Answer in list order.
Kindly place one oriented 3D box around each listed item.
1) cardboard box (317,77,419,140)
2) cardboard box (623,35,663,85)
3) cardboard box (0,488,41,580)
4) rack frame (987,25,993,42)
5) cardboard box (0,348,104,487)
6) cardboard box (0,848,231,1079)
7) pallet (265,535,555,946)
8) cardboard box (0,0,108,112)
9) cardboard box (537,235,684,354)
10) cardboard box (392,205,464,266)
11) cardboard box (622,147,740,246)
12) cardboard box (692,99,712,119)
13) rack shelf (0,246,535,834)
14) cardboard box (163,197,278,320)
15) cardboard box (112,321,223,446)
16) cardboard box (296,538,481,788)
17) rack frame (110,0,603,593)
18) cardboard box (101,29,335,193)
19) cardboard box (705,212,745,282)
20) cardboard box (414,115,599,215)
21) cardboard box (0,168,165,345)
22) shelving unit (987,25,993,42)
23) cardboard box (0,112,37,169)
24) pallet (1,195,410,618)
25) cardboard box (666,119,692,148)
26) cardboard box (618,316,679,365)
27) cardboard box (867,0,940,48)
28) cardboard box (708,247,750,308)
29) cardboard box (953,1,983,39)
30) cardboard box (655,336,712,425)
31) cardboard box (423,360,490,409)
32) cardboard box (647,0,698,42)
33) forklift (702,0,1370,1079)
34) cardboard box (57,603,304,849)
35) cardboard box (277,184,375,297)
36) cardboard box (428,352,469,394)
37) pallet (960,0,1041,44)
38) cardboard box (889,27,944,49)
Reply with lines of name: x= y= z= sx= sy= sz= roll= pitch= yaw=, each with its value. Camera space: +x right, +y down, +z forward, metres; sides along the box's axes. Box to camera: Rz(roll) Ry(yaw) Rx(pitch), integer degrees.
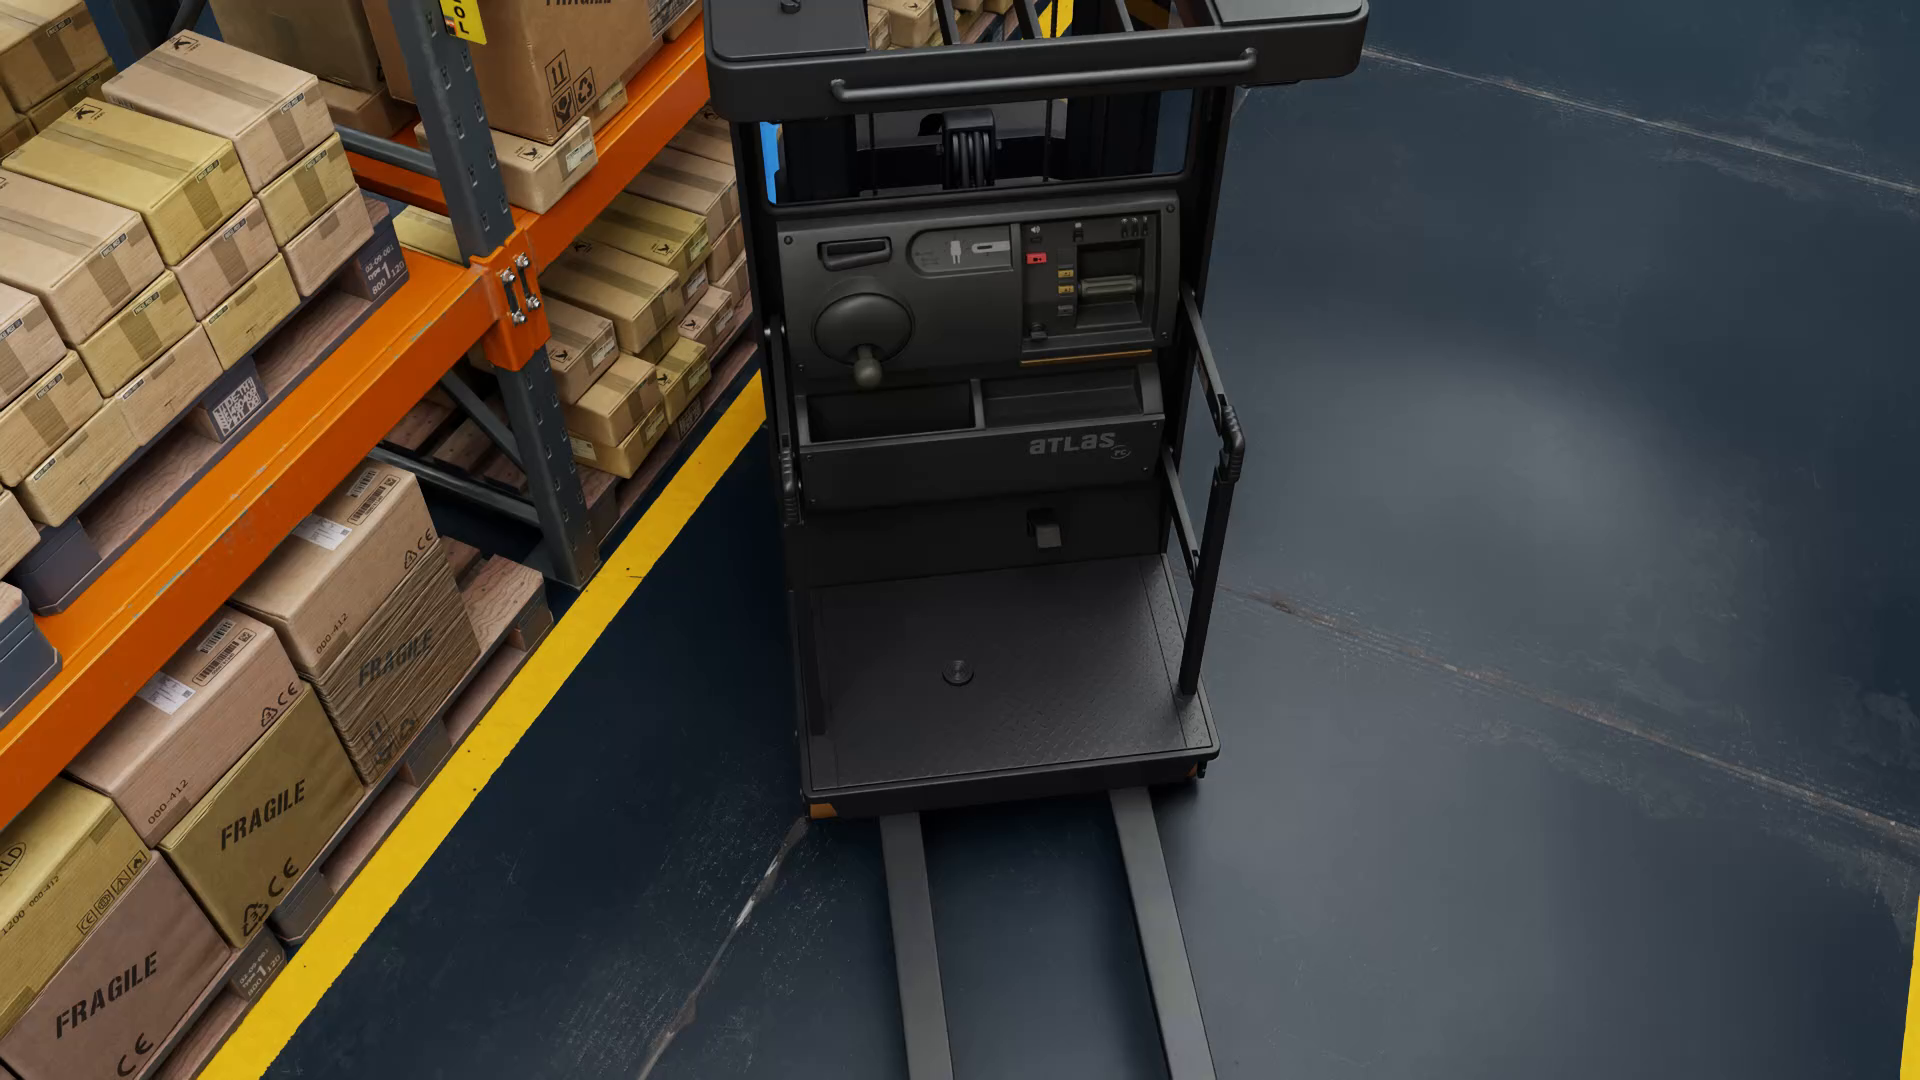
cardboard box: x=-1.681 y=-1.207 z=4.473 sx=0.380 sy=0.149 sz=0.250 roll=19 pitch=52 yaw=16
cardboard box: x=-1.065 y=-1.426 z=4.658 sx=0.380 sy=0.149 sz=0.250 roll=18 pitch=52 yaw=15
cardboard box: x=-2.022 y=-0.016 z=3.184 sx=0.380 sy=0.149 sz=0.250 roll=18 pitch=52 yaw=15
rack frame: x=0.163 y=-1.233 z=5.610 sx=0.200 sy=1.050 sz=0.008 roll=35 pitch=58 yaw=26
cardboard box: x=-1.916 y=-0.287 z=3.219 sx=0.380 sy=0.149 sz=0.250 roll=18 pitch=52 yaw=15
cardboard box: x=-2.122 y=0.955 z=3.834 sx=0.500 sy=0.500 sz=0.500 roll=19 pitch=52 yaw=15
pallet: x=-1.923 y=0.425 z=4.750 sx=1.003 sy=0.211 sz=1.213 roll=20 pitch=52 yaw=16
cardboard box: x=-2.175 y=-1.142 z=3.750 sx=0.380 sy=0.149 sz=0.250 roll=22 pitch=53 yaw=18
cardboard box: x=-1.086 y=-0.761 z=5.133 sx=0.380 sy=0.149 sz=0.250 roll=22 pitch=53 yaw=18
cardboard box: x=-1.601 y=-0.939 z=5.285 sx=0.380 sy=0.149 sz=0.250 roll=20 pitch=53 yaw=17
cardboard box: x=-0.931 y=-1.138 z=5.454 sx=0.380 sy=0.149 sz=0.250 roll=19 pitch=52 yaw=15
cardboard box: x=-0.707 y=-1.501 z=5.763 sx=0.380 sy=0.149 sz=0.250 roll=18 pitch=52 yaw=15
rack shelf: x=-2.446 y=0.595 z=3.247 sx=1.077 sy=0.370 sz=4.000 roll=20 pitch=52 yaw=16
cardboard box: x=-1.694 y=-0.647 z=3.525 sx=0.380 sy=0.149 sz=0.250 roll=20 pitch=53 yaw=16
cardboard box: x=-1.801 y=-0.382 z=3.495 sx=0.380 sy=0.149 sz=0.250 roll=20 pitch=52 yaw=16
cardboard box: x=-1.680 y=0.250 z=4.433 sx=0.500 sy=0.500 sz=0.500 roll=19 pitch=52 yaw=15
rack frame: x=-1.591 y=-1.016 z=4.145 sx=1.000 sy=3.000 sz=0.127 roll=20 pitch=52 yaw=16
cardboard box: x=-1.586 y=-0.923 z=3.565 sx=0.380 sy=0.149 sz=0.250 roll=22 pitch=53 yaw=18
cardboard box: x=-0.931 y=-1.038 z=5.564 sx=0.380 sy=0.149 sz=0.250 roll=17 pitch=52 yaw=14
cardboard box: x=-1.174 y=-1.023 z=4.316 sx=0.380 sy=0.149 sz=0.250 roll=22 pitch=53 yaw=17
cardboard box: x=-1.812 y=-0.561 z=3.256 sx=0.380 sy=0.149 sz=0.250 roll=18 pitch=52 yaw=15
shelving unit: x=0.080 y=-1.165 z=5.552 sx=0.215 sy=1.050 sz=0.252 roll=35 pitch=58 yaw=26
cardboard box: x=-2.284 y=-0.866 z=3.711 sx=0.380 sy=0.149 sz=0.250 roll=19 pitch=52 yaw=15
pallet: x=-2.049 y=-0.475 z=3.810 sx=1.003 sy=0.211 sz=1.213 roll=20 pitch=52 yaw=16
cardboard box: x=-1.122 y=-1.526 z=5.980 sx=0.380 sy=0.149 sz=0.250 roll=18 pitch=52 yaw=14
cardboard box: x=-1.120 y=-0.673 z=5.254 sx=0.380 sy=0.149 sz=0.250 roll=20 pitch=53 yaw=16
cardboard box: x=-0.267 y=-1.993 z=6.182 sx=0.380 sy=0.149 sz=0.250 roll=22 pitch=53 yaw=17
cardboard box: x=-0.909 y=-0.936 z=5.673 sx=0.380 sy=0.149 sz=0.250 roll=19 pitch=52 yaw=15
cardboard box: x=-0.128 y=-2.188 z=6.738 sx=0.380 sy=0.149 sz=0.250 roll=20 pitch=52 yaw=16
cardboard box: x=-1.031 y=-0.557 z=5.351 sx=0.380 sy=0.149 sz=0.250 roll=21 pitch=53 yaw=17
cardboard box: x=-1.732 y=-0.609 z=5.395 sx=0.380 sy=0.149 sz=0.250 roll=20 pitch=53 yaw=17
cardboard box: x=-0.947 y=-1.747 z=4.506 sx=0.500 sy=0.500 sz=0.500 roll=20 pitch=52 yaw=16
forklift: x=0.081 y=-0.475 z=3.730 sx=1.130 sy=2.935 sz=3.031 roll=-6 pitch=50 yaw=-5
cardboard box: x=-1.912 y=0.360 z=3.847 sx=0.500 sy=0.250 sz=0.500 roll=22 pitch=53 yaw=18
cardboard box: x=-1.582 y=-0.732 z=3.793 sx=0.380 sy=0.149 sz=0.250 roll=19 pitch=52 yaw=15
cardboard box: x=-1.744 y=-0.645 z=5.230 sx=0.380 sy=0.149 sz=0.250 roll=21 pitch=53 yaw=17
pallet: x=-0.294 y=-2.266 z=7.040 sx=1.003 sy=0.211 sz=1.213 roll=20 pitch=52 yaw=16
cardboard box: x=-0.280 y=-1.903 z=6.301 sx=0.380 sy=0.149 sz=0.250 roll=21 pitch=53 yaw=17
